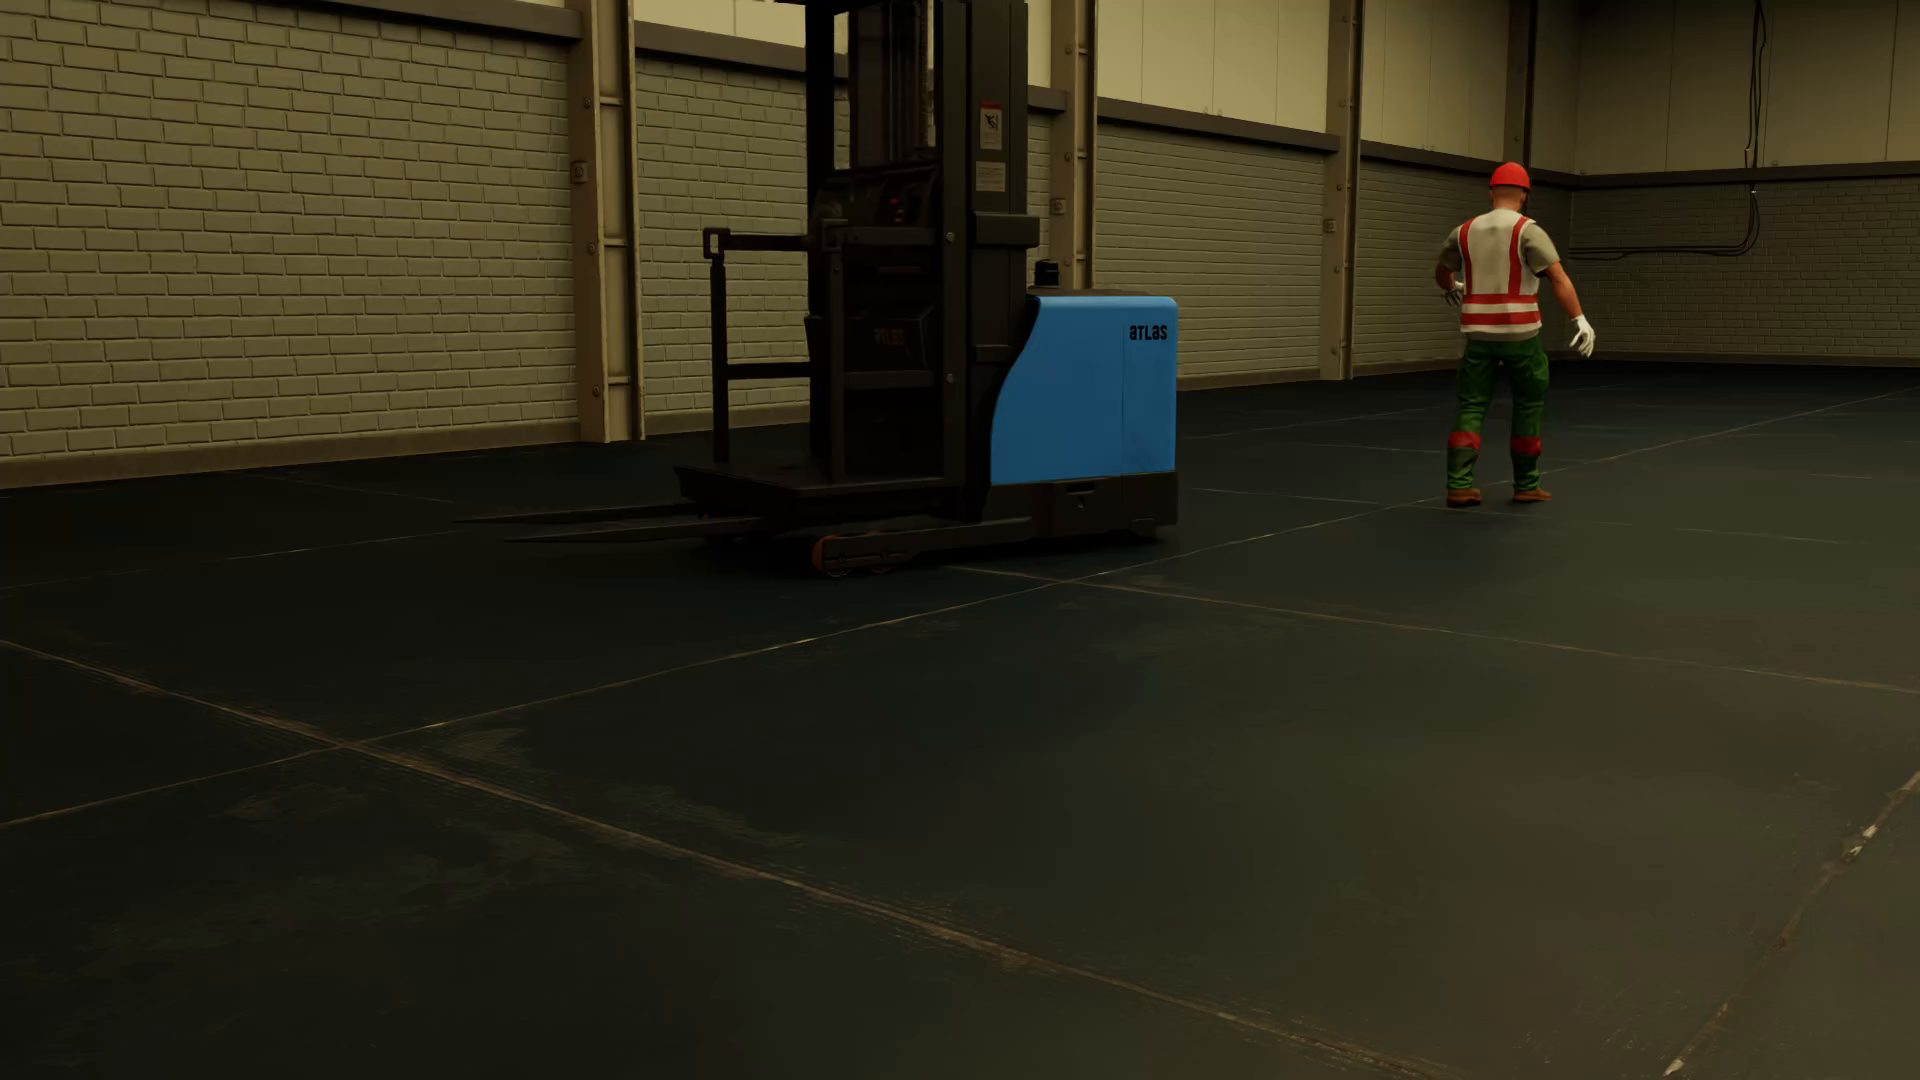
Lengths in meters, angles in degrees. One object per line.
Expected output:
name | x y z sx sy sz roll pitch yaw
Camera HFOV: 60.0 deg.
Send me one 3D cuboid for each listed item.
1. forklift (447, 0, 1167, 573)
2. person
forklift | -0.539 -1.392 6.794 3.031 2.935 1.121 -6 10 -34
person | 2.865 -1.070 8.627 1.001 1.652 0.751 7 11 40
